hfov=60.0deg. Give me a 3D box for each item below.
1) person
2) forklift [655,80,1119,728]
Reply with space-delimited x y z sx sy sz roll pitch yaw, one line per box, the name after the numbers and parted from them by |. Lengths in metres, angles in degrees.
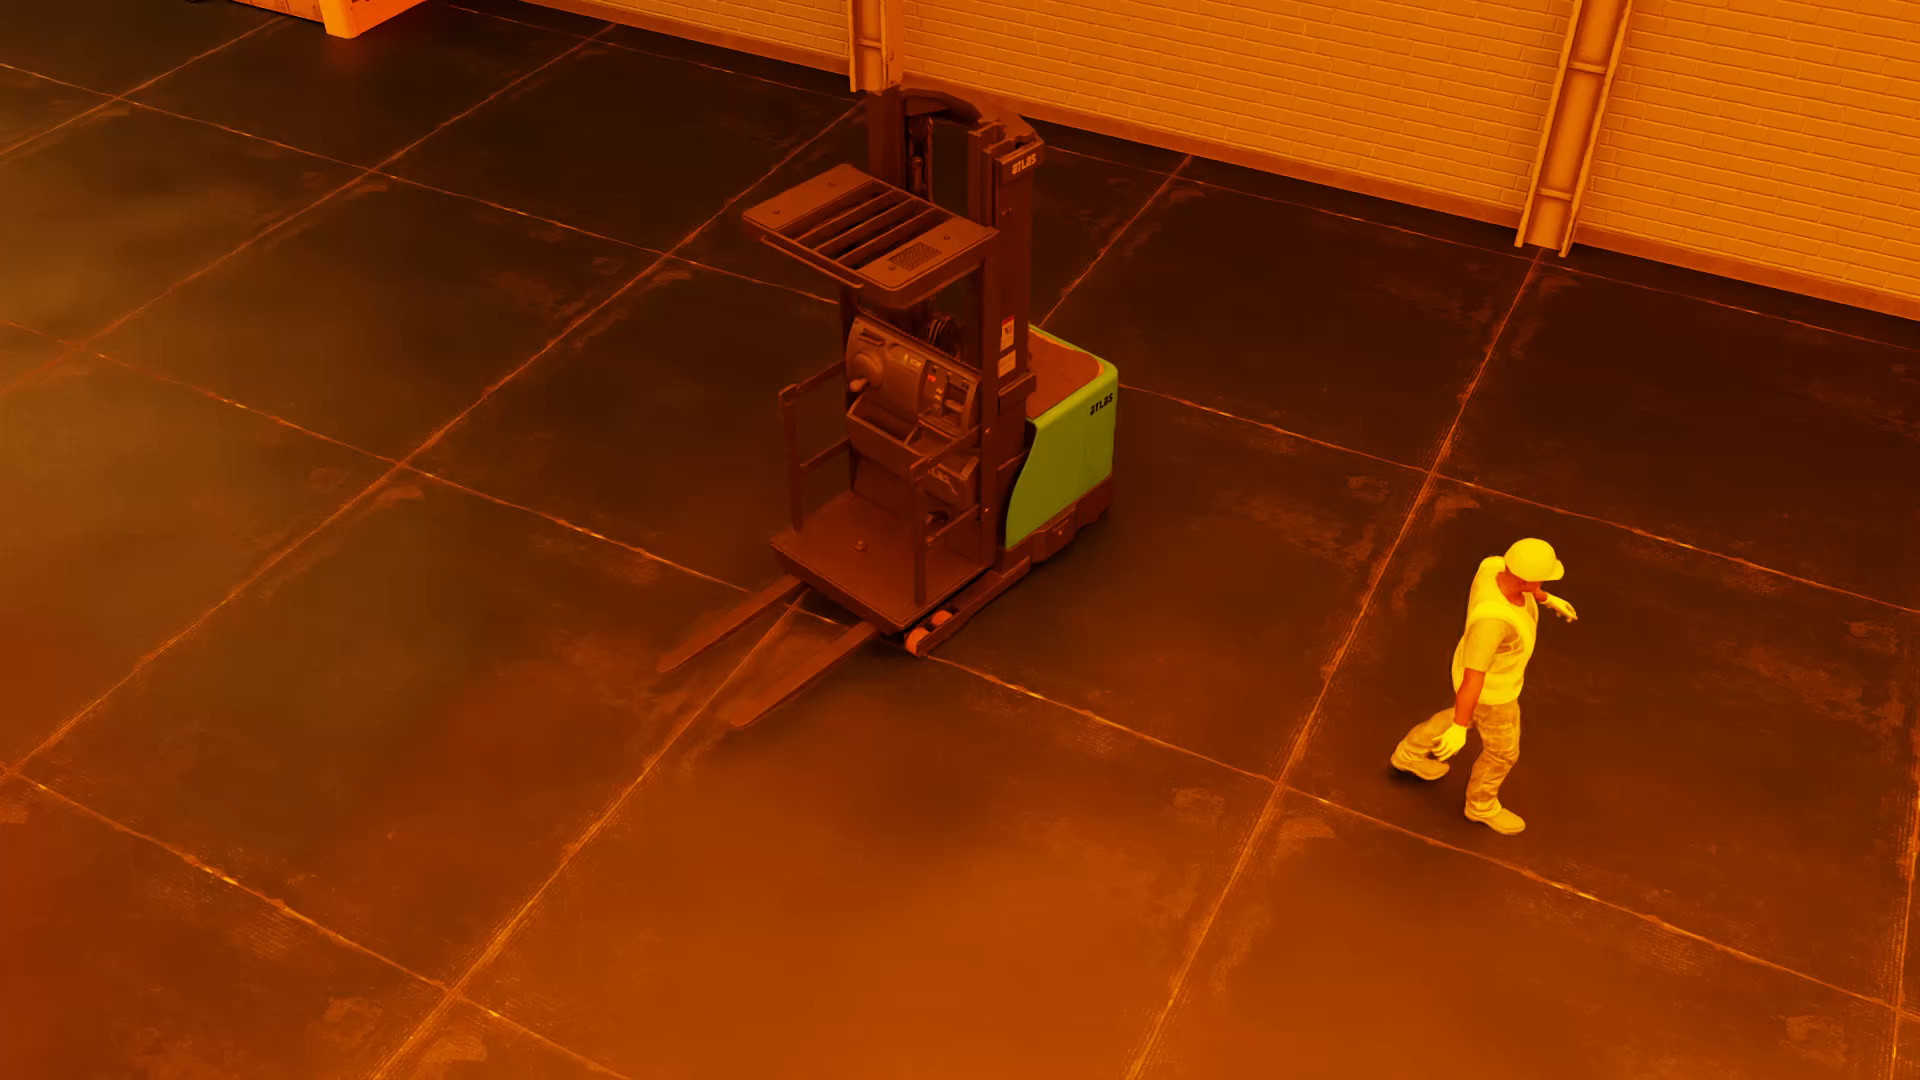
2.597 0.689 8.082 0.751 1.760 0.978 9 41 11 | person
-0.408 -0.829 8.970 1.130 2.935 3.031 30 49 31 | forklift
